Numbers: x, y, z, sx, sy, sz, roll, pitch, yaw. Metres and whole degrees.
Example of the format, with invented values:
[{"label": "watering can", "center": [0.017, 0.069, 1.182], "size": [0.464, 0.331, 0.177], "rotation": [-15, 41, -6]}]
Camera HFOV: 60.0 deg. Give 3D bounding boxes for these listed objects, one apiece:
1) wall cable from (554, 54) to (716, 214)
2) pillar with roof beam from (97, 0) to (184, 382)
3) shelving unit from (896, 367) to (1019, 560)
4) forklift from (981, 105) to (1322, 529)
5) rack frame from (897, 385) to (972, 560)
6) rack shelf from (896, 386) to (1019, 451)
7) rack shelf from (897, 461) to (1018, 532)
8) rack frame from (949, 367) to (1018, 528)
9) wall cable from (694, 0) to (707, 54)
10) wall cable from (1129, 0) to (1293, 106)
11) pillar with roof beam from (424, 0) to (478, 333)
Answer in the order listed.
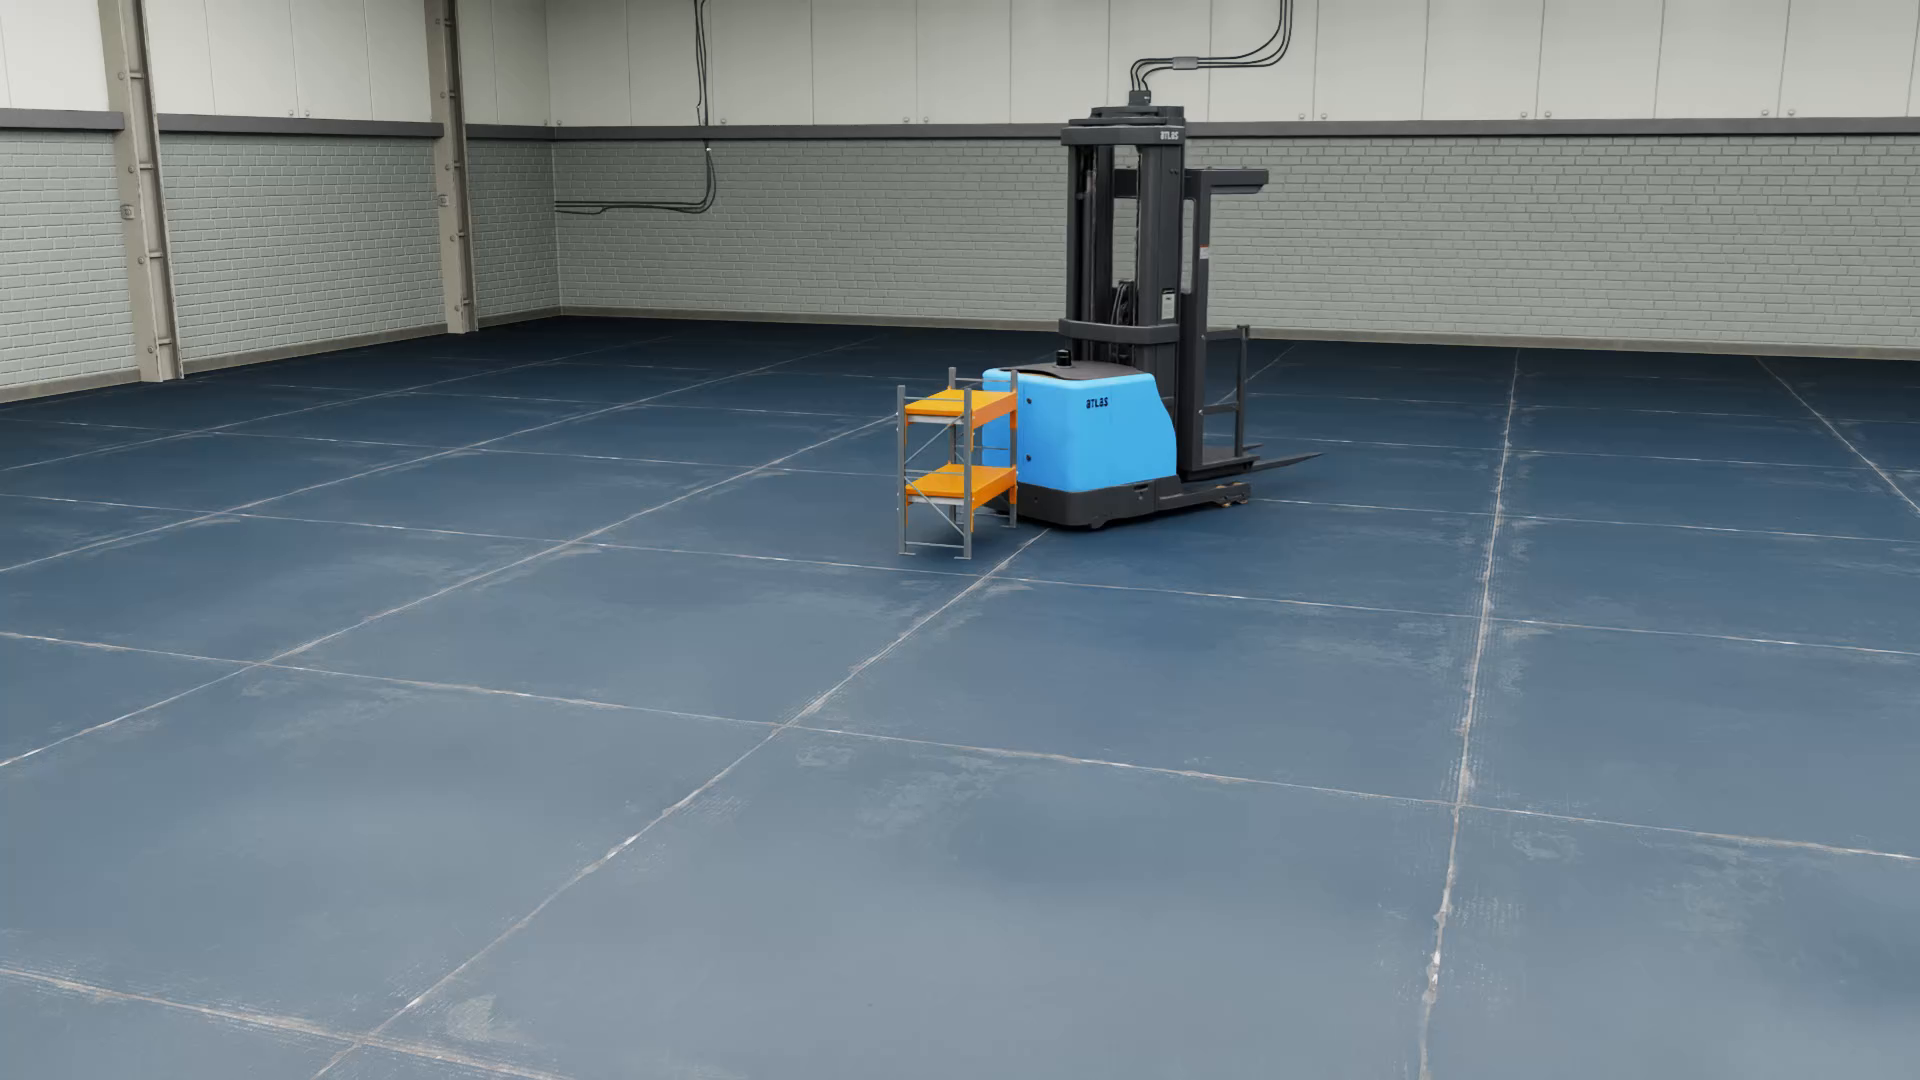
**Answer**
[{"label": "wall cable", "center": [-5.406, -6.582, 27.081], "size": [3.097, 2.526, 0.112], "rotation": [4, 14, 18]}, {"label": "pillar with roof beam", "center": [-5.479, -5.998, 17.542], "size": [9.100, 9.000, 0.400], "rotation": [4, 14, 18]}, {"label": "shelving unit", "center": [-0.002, -0.547, 11.357], "size": [0.538, 1.125, 1.048], "rotation": [4, 14, 18]}, {"label": "forklift", "center": [1.594, -1.755, 12.589], "size": [3.031, 2.935, 1.130], "rotation": [-11, 17, -39]}, {"label": "rack frame", "center": [-0.167, -0.440, 10.888], "size": [0.500, 1.125, 0.032], "rotation": [4, 14, 18]}, {"label": "rack shelf", "center": [-0.002, -0.832, 11.291], "size": [0.538, 0.278, 1.000], "rotation": [4, 14, 18]}, {"label": "rack shelf", "center": [-0.002, -0.309, 11.411], "size": [0.538, 0.278, 1.000], "rotation": [4, 14, 18]}, {"label": "rack frame", "center": [0.162, -0.654, 11.825], "size": [0.500, 1.125, 0.032], "rotation": [4, 14, 18]}, {"label": "wall cable", "center": [-2.847, -8.850, 25.666], "size": [3.097, 2.526, 0.112], "rotation": [4, 14, 18]}, {"label": "wall cable", "center": [3.571, -9.067, 23.348], "size": [2.305, 6.003, 0.169], "rotation": [4, 14, 18]}, {"label": "pillar with roof beam", "center": [-3.537, -7.261, 23.077], "size": [9.100, 9.000, 0.400], "rotation": [4, 14, 18]}]
